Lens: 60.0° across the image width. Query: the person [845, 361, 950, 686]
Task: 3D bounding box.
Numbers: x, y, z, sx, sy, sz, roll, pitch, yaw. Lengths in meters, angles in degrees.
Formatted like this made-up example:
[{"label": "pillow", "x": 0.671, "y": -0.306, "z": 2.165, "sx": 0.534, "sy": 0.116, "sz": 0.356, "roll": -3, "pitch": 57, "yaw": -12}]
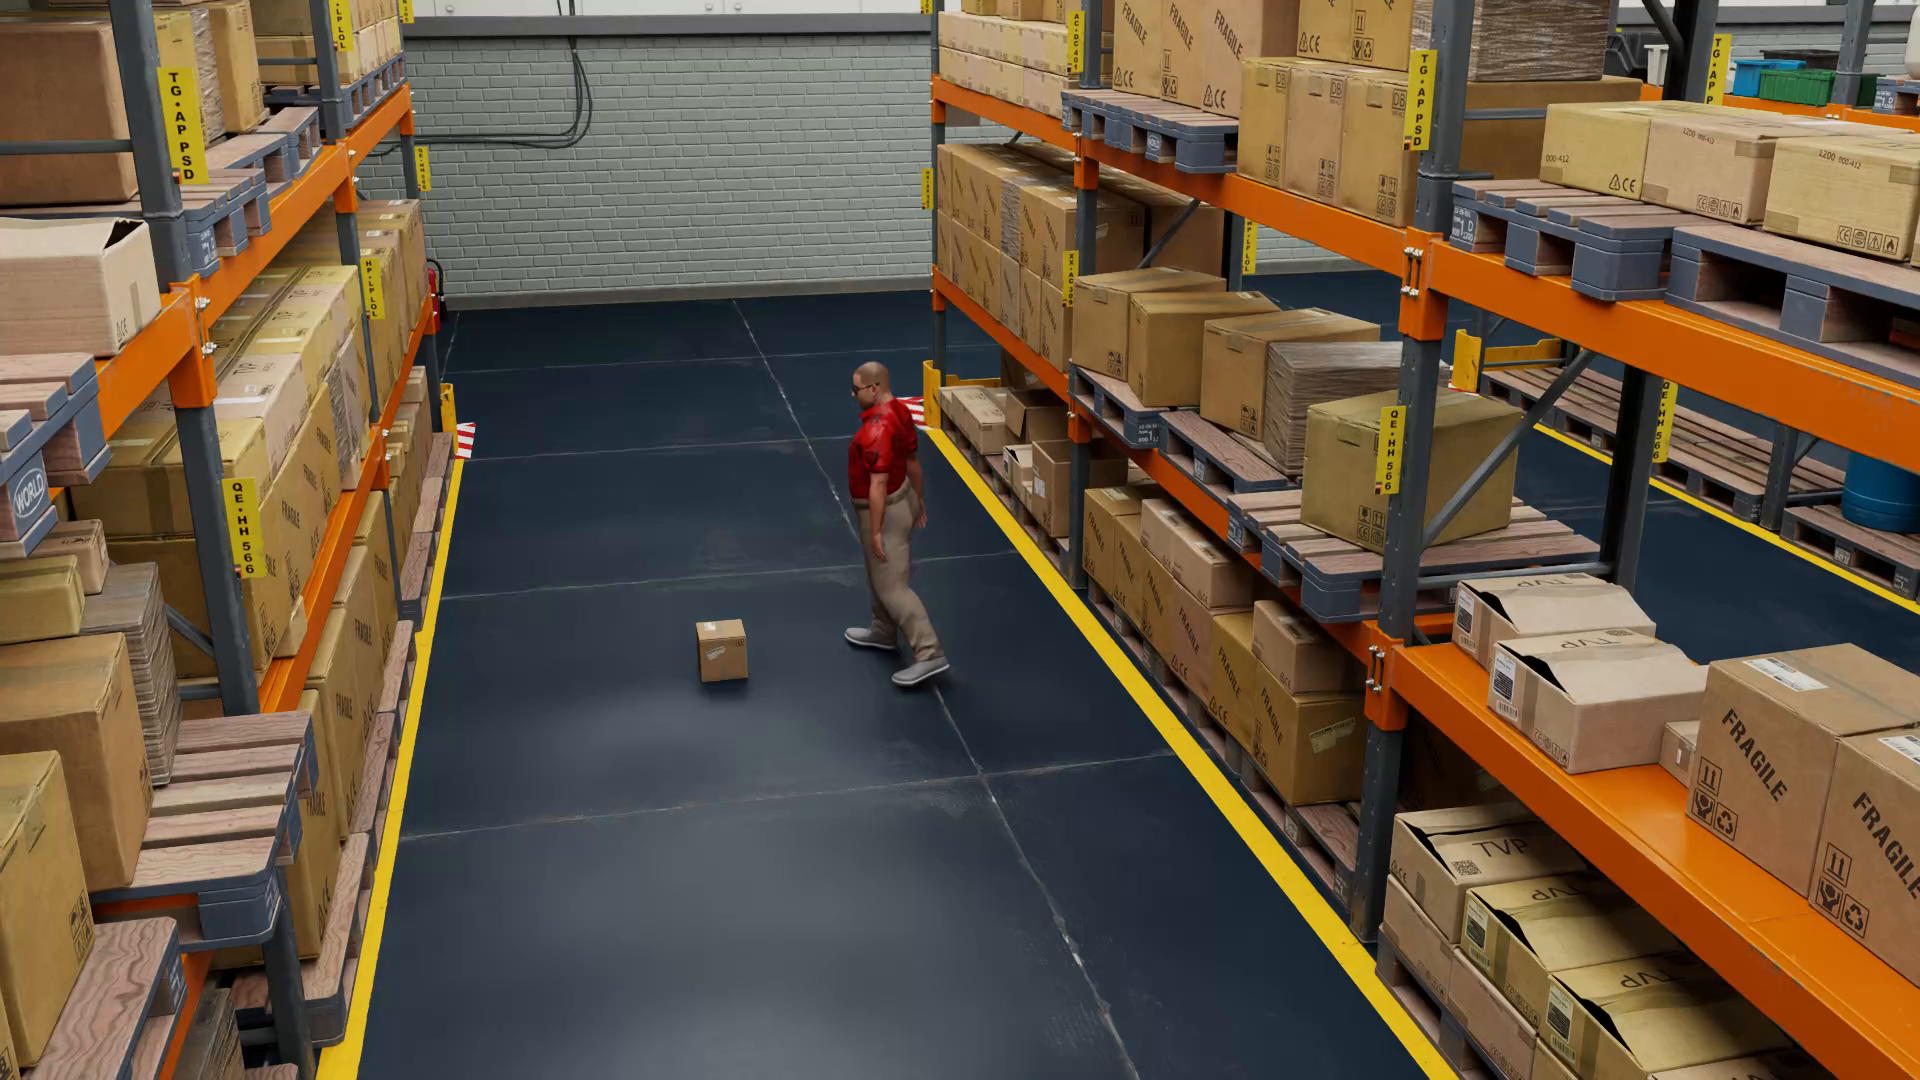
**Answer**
[{"label": "person", "x": -0.371, "y": -0.117, "z": 8.920, "sx": 0.703, "sy": 1.702, "sz": 0.685, "roll": 4, "pitch": 20, "yaw": 11}]
